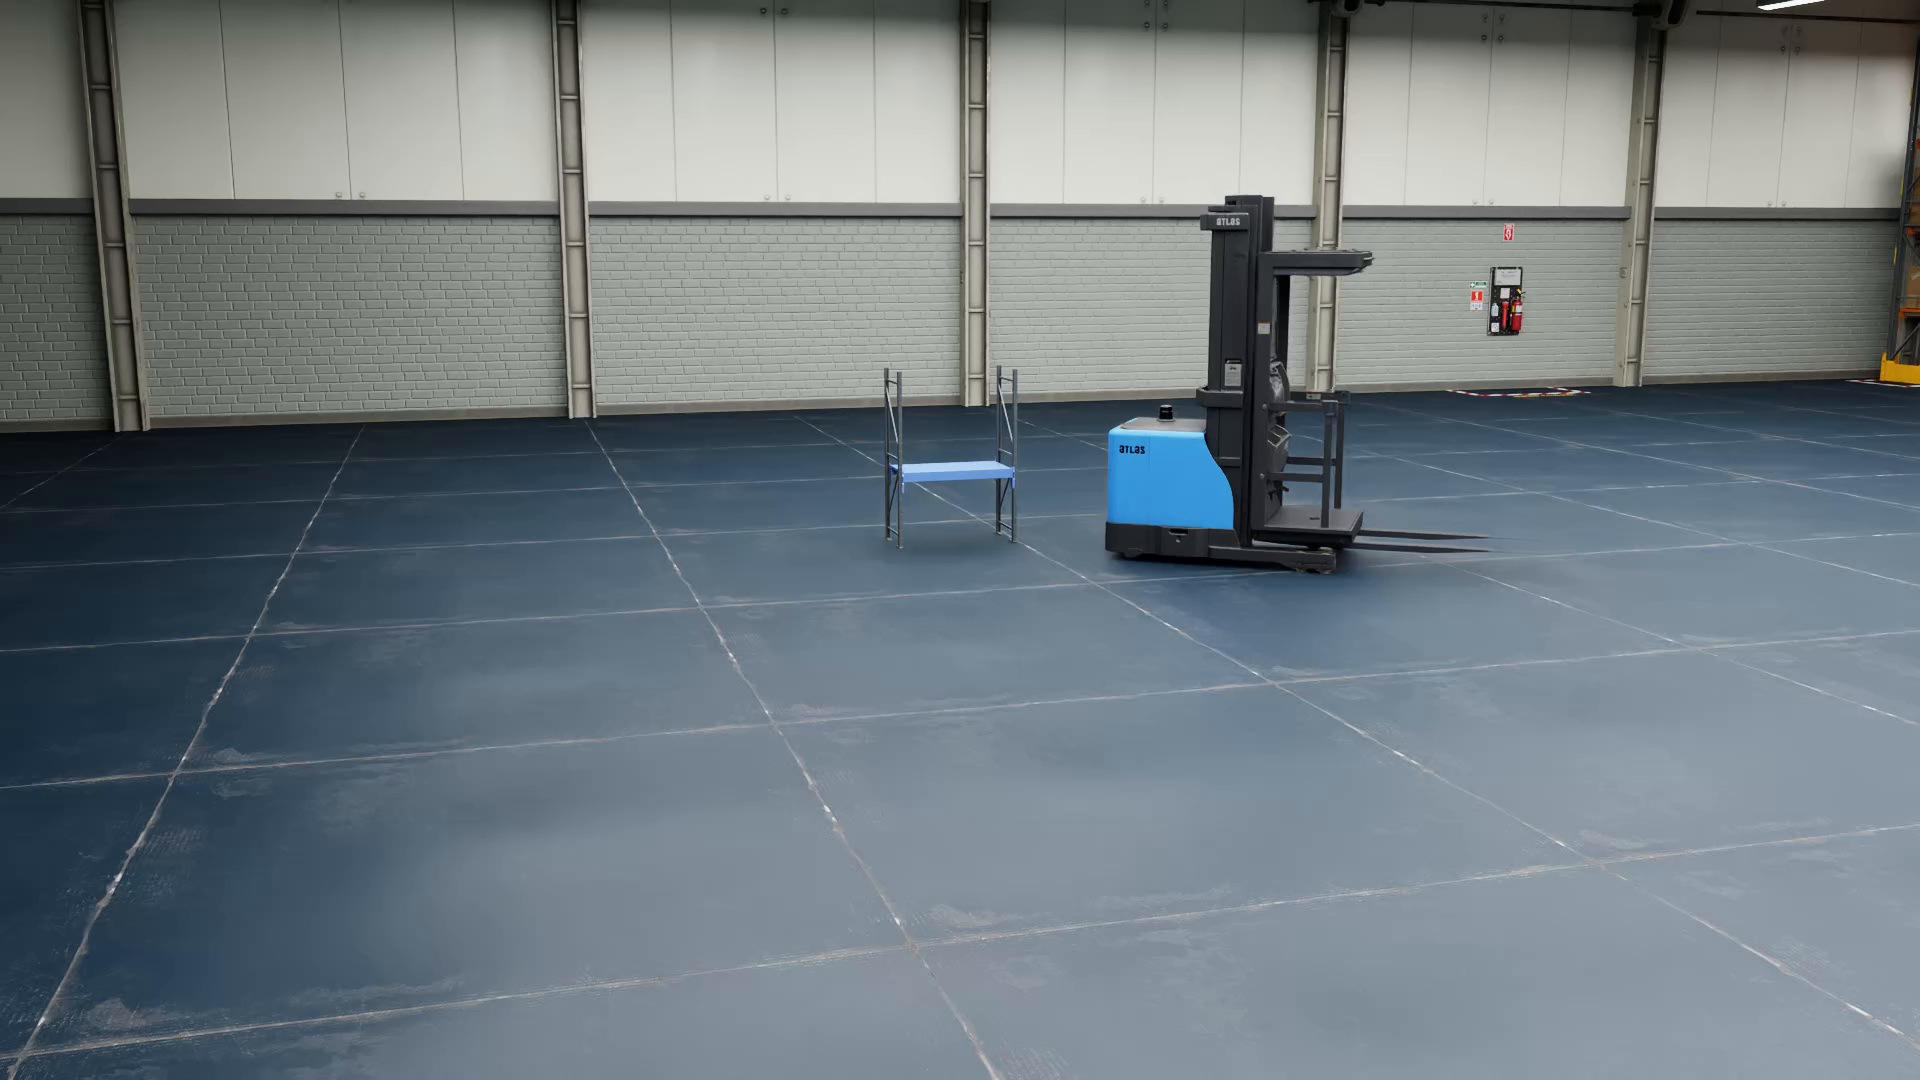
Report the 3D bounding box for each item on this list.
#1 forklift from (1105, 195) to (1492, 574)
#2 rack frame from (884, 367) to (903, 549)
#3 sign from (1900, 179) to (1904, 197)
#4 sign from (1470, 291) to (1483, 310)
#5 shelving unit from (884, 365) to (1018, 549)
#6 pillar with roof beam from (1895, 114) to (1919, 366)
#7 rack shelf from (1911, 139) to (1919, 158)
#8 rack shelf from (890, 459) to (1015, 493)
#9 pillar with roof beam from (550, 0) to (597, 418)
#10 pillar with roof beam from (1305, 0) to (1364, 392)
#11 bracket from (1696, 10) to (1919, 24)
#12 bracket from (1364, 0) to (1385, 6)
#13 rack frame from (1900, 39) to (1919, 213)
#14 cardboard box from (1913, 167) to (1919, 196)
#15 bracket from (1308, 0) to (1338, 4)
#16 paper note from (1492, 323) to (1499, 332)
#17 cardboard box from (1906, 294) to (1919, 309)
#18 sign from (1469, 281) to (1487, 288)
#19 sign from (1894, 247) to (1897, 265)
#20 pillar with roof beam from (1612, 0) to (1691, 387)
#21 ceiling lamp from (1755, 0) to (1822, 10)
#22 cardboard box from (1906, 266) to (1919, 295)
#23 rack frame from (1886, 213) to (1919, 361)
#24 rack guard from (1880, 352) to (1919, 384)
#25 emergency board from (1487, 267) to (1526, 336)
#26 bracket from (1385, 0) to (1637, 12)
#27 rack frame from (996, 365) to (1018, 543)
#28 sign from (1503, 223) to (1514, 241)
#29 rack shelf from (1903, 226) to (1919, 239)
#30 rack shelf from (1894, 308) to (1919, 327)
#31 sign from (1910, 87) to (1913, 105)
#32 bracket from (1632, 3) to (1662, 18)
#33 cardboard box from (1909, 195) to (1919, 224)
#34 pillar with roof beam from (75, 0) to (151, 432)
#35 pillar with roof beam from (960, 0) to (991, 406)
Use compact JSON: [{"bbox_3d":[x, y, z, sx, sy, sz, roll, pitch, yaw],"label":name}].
[{"bbox_3d":[2.772,-1.284,13.426,3.031,2.935,1.130,3,11,18],"label":"forklift"},{"bbox_3d":[-0.570,-0.708,14.247,0.032,1.500,0.500,-3,11,-16],"label":"rack frame"},{"bbox_3d":[16.942,-6.319,29.854,0.005,0.325,0.100,-3,11,-16],"label":"sign"},{"bbox_3d":[8.805,-4.082,28.335,0.234,0.329,0.001,-3,11,-16],"label":"sign"},{"bbox_3d":[-0.082,-0.733,14.387,1.048,1.500,0.538,-3,11,-16],"label":"shelving unit"},{"bbox_3d":[18.712,-6.698,26.077,0.400,9.000,9.100,-3,11,-16],"label":"pillar with roof beam"},{"bbox_3d":[18.999,-7.007,29.748,4.000,0.370,1.077,-3,11,-16],"label":"rack shelf"},{"bbox_3d":[-0.082,-0.556,14.420,1.000,0.185,0.538,-3,11,-16],"label":"rack shelf"},{"bbox_3d":[-4.332,-5.484,19.479,0.400,9.000,9.100,-3,11,-16],"label":"pillar with roof beam"},{"bbox_3d":[7.190,-6.091,22.778,0.548,9.000,9.100,-3,11,-16],"label":"pillar with roof beam"},{"bbox_3d":[14.719,-9.003,28.654,4.783,0.066,0.076,-3,11,-16],"label":"bracket"},{"bbox_3d":[6.485,-8.569,26.296,0.430,0.232,0.235,-3,11,-16],"label":"bracket"},{"bbox_3d":[17.078,-7.261,29.133,0.127,3.000,1.000,-3,11,-16],"label":"rack frame"},{"bbox_3d":[17.419,-6.404,29.668,0.500,0.500,0.500,-3,11,-13],"label":"cardboard box"},{"bbox_3d":[5.688,-8.527,26.068,0.430,0.232,0.235,-3,11,-16],"label":"bracket"},{"bbox_3d":[9.175,-3.644,28.489,0.142,0.148,0.016,-3,11,-16],"label":"paper note"},{"bbox_3d":[17.473,-4.304,29.999,0.500,0.250,0.500,-3,11,-15],"label":"cardboard box"},{"bbox_3d":[8.812,-4.341,28.279,0.331,0.109,0.001,-3,11,-16],"label":"sign"},{"bbox_3d":[16.942,-5.133,30.072,0.005,0.325,0.100,-3,11,-16],"label":"sign"},{"bbox_3d":[12.951,-6.395,24.427,0.548,9.000,9.100,-3,11,-16],"label":"pillar with roof beam"},{"bbox_3d":[11.717,-9.077,22.874,0.800,3.185,2.000,-3,11,-16],"label":"ceiling lamp"},{"bbox_3d":[17.471,-4.676,29.950,0.500,0.500,0.500,-3,11,-17],"label":"cardboard box"},{"bbox_3d":[17.078,-4.310,29.676,0.127,3.000,1.000,-3,11,-16],"label":"rack frame"},{"bbox_3d":[17.151,-3.085,29.923,0.348,0.500,1.175,-3,11,-16],"label":"rack guard"},{"bbox_3d":[9.364,-4.074,28.392,0.643,1.169,0.194,-3,11,-16],"label":"emergency board"},{"bbox_3d":[8.958,-8.699,27.004,4.783,0.066,0.076,-3,11,-16],"label":"bracket"},{"bbox_3d":[0.406,-0.759,14.527,0.032,1.500,0.500,-3,11,-16],"label":"rack frame"},{"bbox_3d":[9.329,-5.231,28.274,0.199,0.298,0.001,-3,11,-16],"label":"sign"},{"bbox_3d":[18.999,-5.533,30.019,4.000,0.370,1.077,-3,11,-16],"label":"rack shelf"},{"bbox_3d":[18.999,-4.058,30.291,4.000,0.370,1.077,-3,11,-16],"label":"rack shelf"},{"bbox_3d":[16.943,-7.896,29.563,0.005,0.325,0.100,-3,11,-16],"label":"sign"},{"bbox_3d":[11.449,-8.831,27.717,0.430,0.232,0.235,-3,11,-16],"label":"bracket"},{"bbox_3d":[17.408,-5.910,29.747,0.500,0.500,0.500,-2,11,-12],"label":"cardboard box"},{"bbox_3d":[-10.092,-5.180,17.830,0.400,9.000,9.100,-3,11,-16],"label":"pillar with roof beam"},{"bbox_3d":[1.429,-5.787,21.129,0.548,9.000,9.100,-3,11,-16],"label":"pillar with roof beam"}]
